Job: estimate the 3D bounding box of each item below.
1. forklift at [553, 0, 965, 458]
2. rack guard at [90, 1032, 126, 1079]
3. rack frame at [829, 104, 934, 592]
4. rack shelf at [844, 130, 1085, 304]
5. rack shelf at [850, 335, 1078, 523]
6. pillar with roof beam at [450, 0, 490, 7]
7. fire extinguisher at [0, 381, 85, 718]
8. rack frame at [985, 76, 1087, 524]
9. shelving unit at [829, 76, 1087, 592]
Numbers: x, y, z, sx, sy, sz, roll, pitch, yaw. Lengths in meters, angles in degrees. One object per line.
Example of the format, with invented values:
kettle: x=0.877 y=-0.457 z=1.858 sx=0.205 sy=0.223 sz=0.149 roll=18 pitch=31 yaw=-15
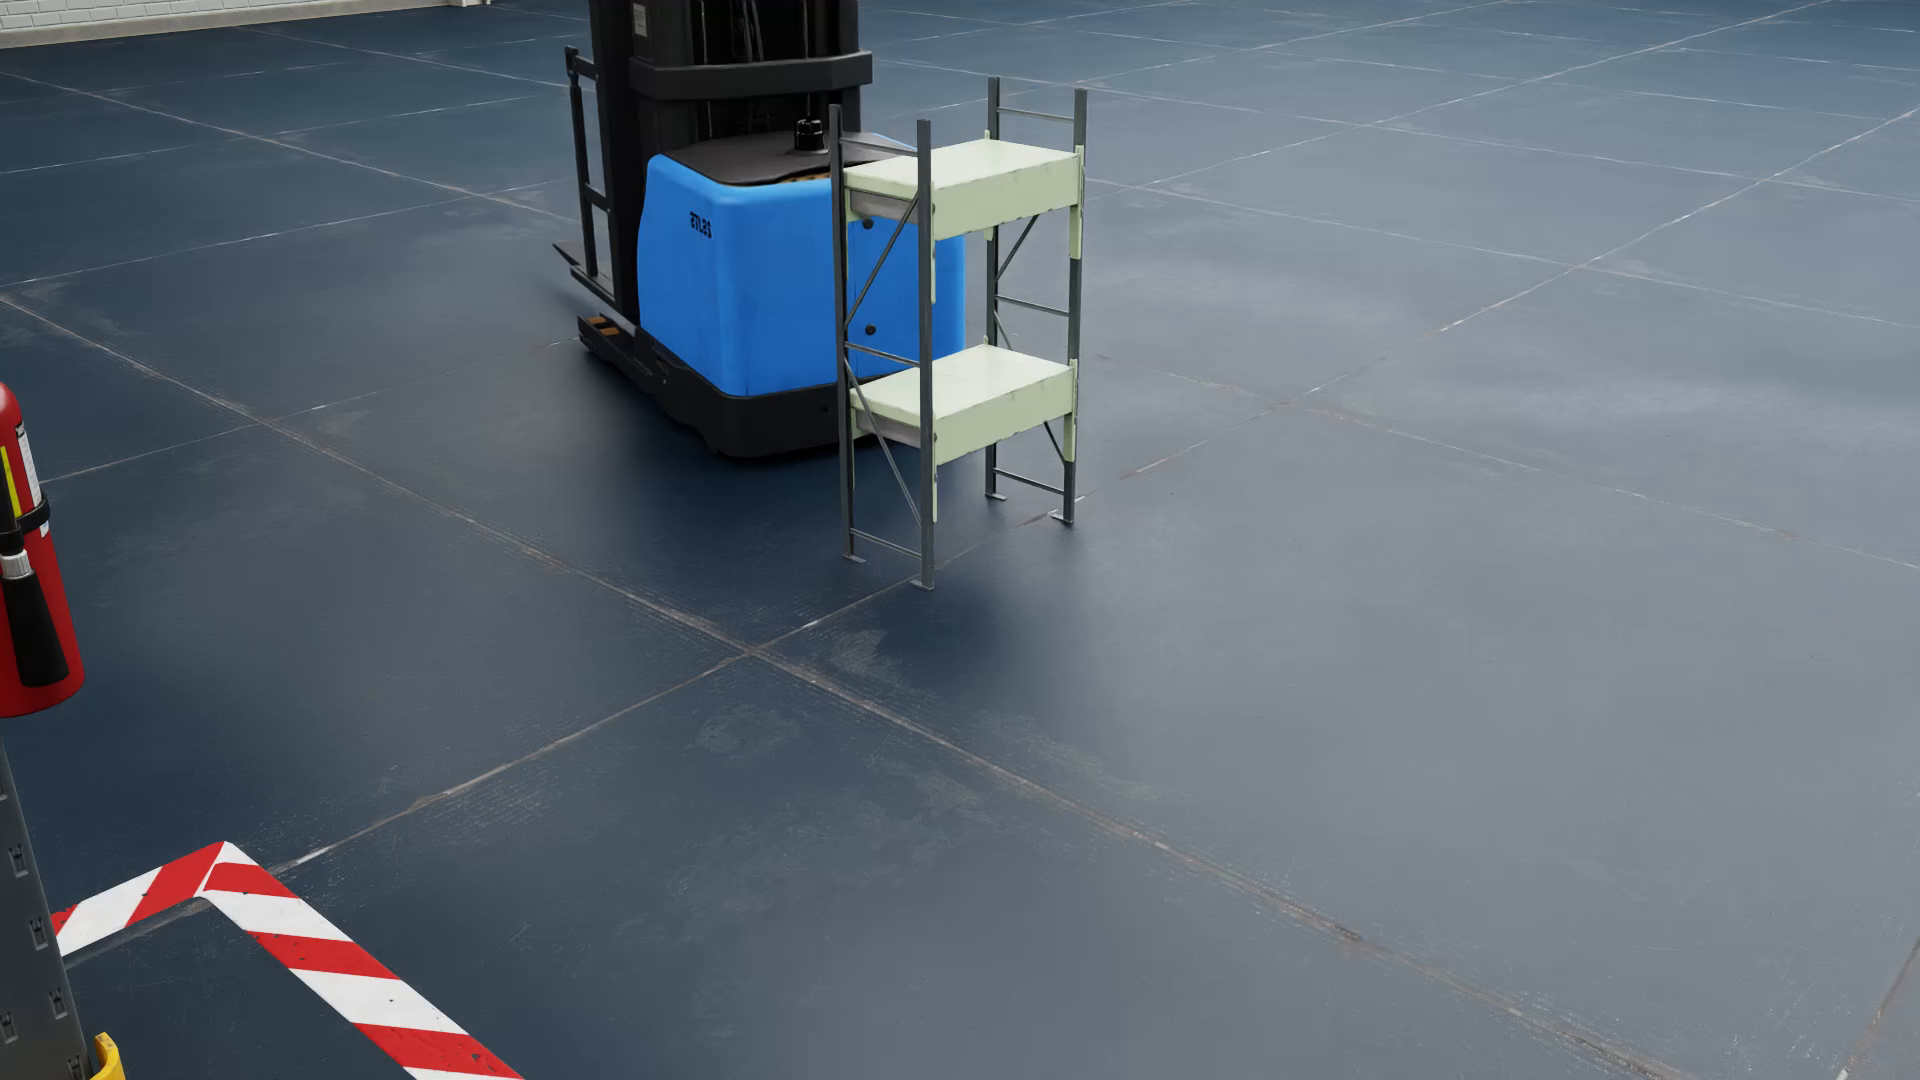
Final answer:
forklift: x=-1.107 y=-2.211 z=7.099 sx=1.130 sy=2.935 sz=3.031 roll=-12 pitch=27 yaw=-26
rack guard: x=-1.873 y=0.959 z=3.001 sx=1.175 sy=0.500 sz=0.348 roll=20 pitch=31 yaw=38
rack frame: x=-0.240 y=-0.575 z=5.199 sx=0.400 sy=1.500 sz=0.023 roll=20 pitch=31 yaw=38
rack shelf: x=0.004 y=-1.042 z=5.288 sx=0.431 sy=0.370 sz=0.720 roll=20 pitch=31 yaw=38
rack shelf: x=0.004 y=-0.389 z=5.581 sx=0.431 sy=0.370 sz=0.720 roll=20 pitch=31 yaw=38
pillar with roof beam: x=-2.822 y=-9.517 z=15.977 sx=9.100 sy=9.000 sz=0.400 roll=20 pitch=31 yaw=38
fire extinguisher: x=-1.403 y=-0.079 z=2.354 sx=0.296 sy=0.674 sz=0.183 roll=20 pitch=31 yaw=38
rack frame: x=0.249 y=-0.798 z=5.696 sx=0.400 sy=1.500 sz=0.023 roll=20 pitch=31 yaw=38
shelving unit: x=0.004 y=-0.686 z=5.448 sx=0.431 sy=1.500 sz=0.755 roll=20 pitch=31 yaw=38
